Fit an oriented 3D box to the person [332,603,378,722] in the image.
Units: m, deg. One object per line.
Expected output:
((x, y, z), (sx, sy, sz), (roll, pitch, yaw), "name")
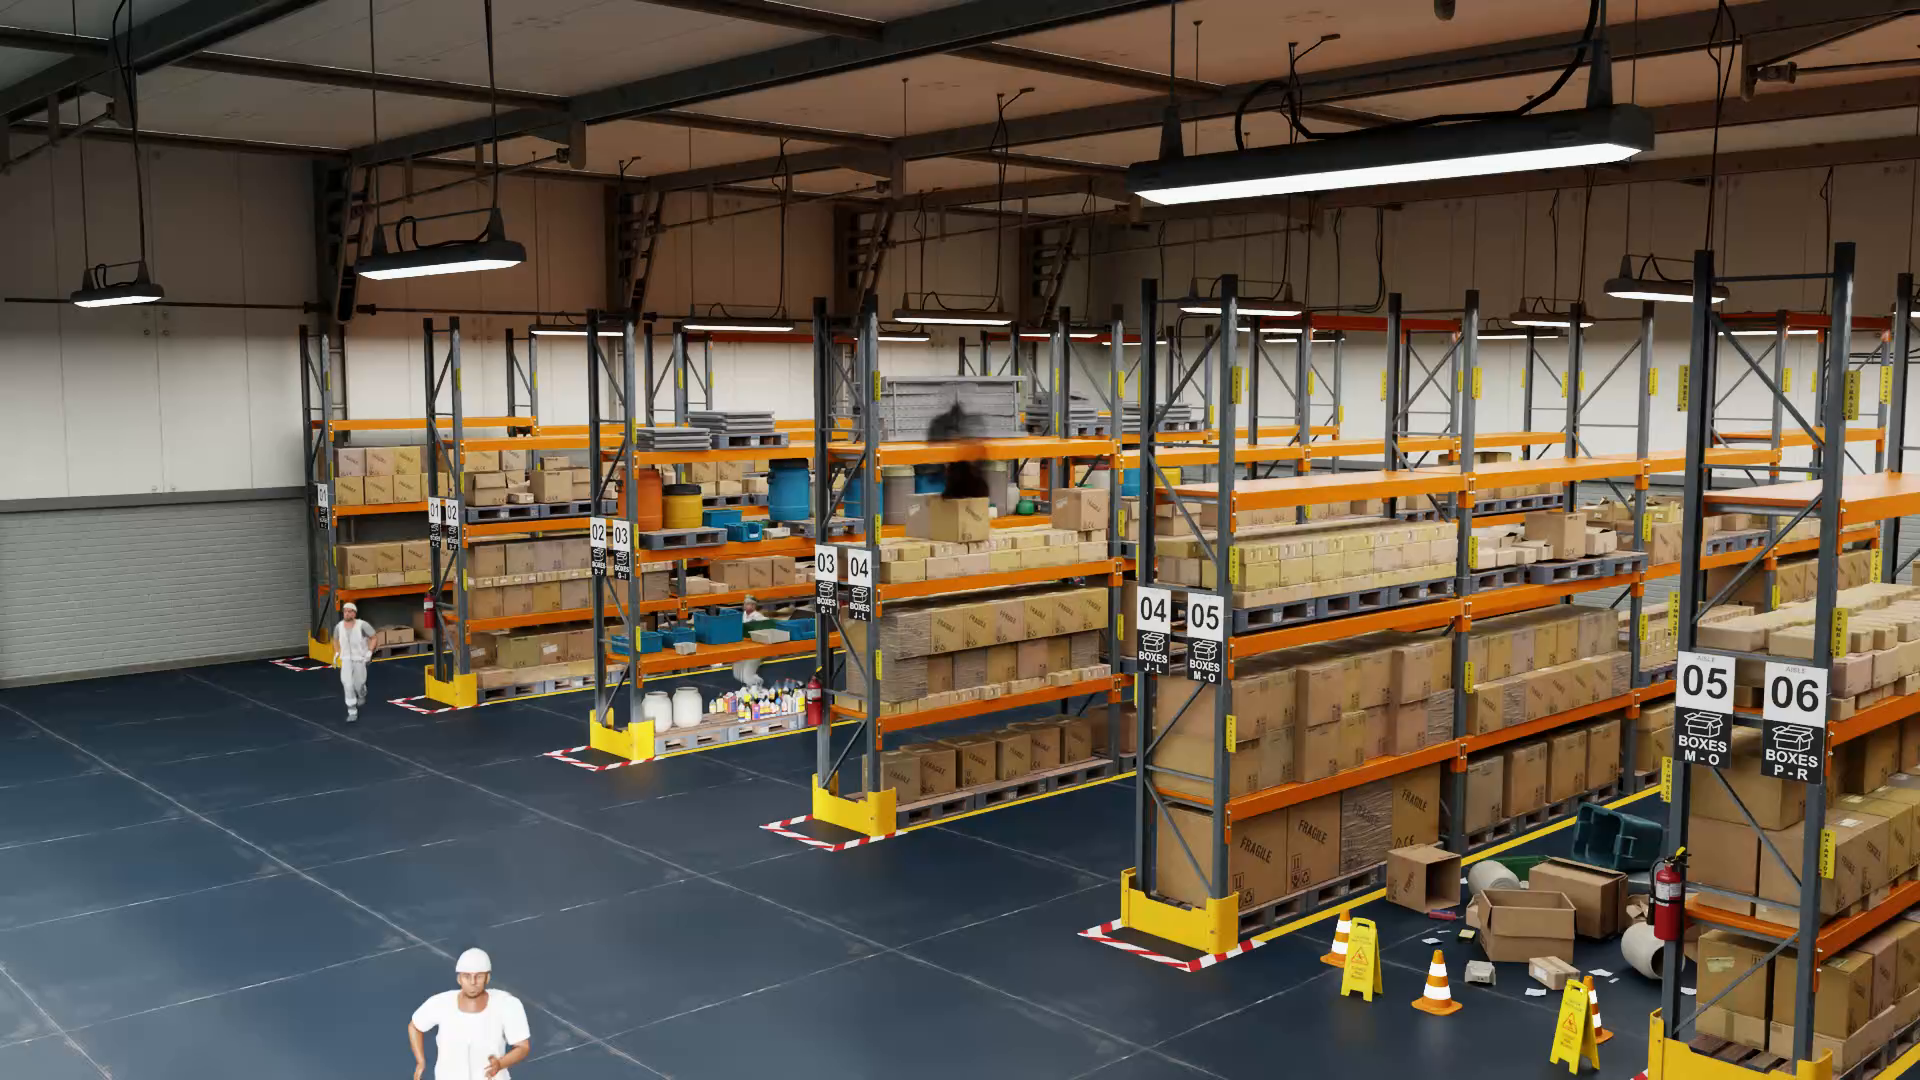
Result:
((-9.008, 1.789, 24.785), (0.662, 1.756, 0.718), (-1, 6, -5), "person")

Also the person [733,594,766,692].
((-3.225, 1.693, 25.819), (0.630, 1.737, 0.595), (5, 7, 39), "person")

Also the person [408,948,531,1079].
((-2.900, 3.290, 9.885), (0.691, 1.737, 0.662), (-2, 6, -19), "person")
